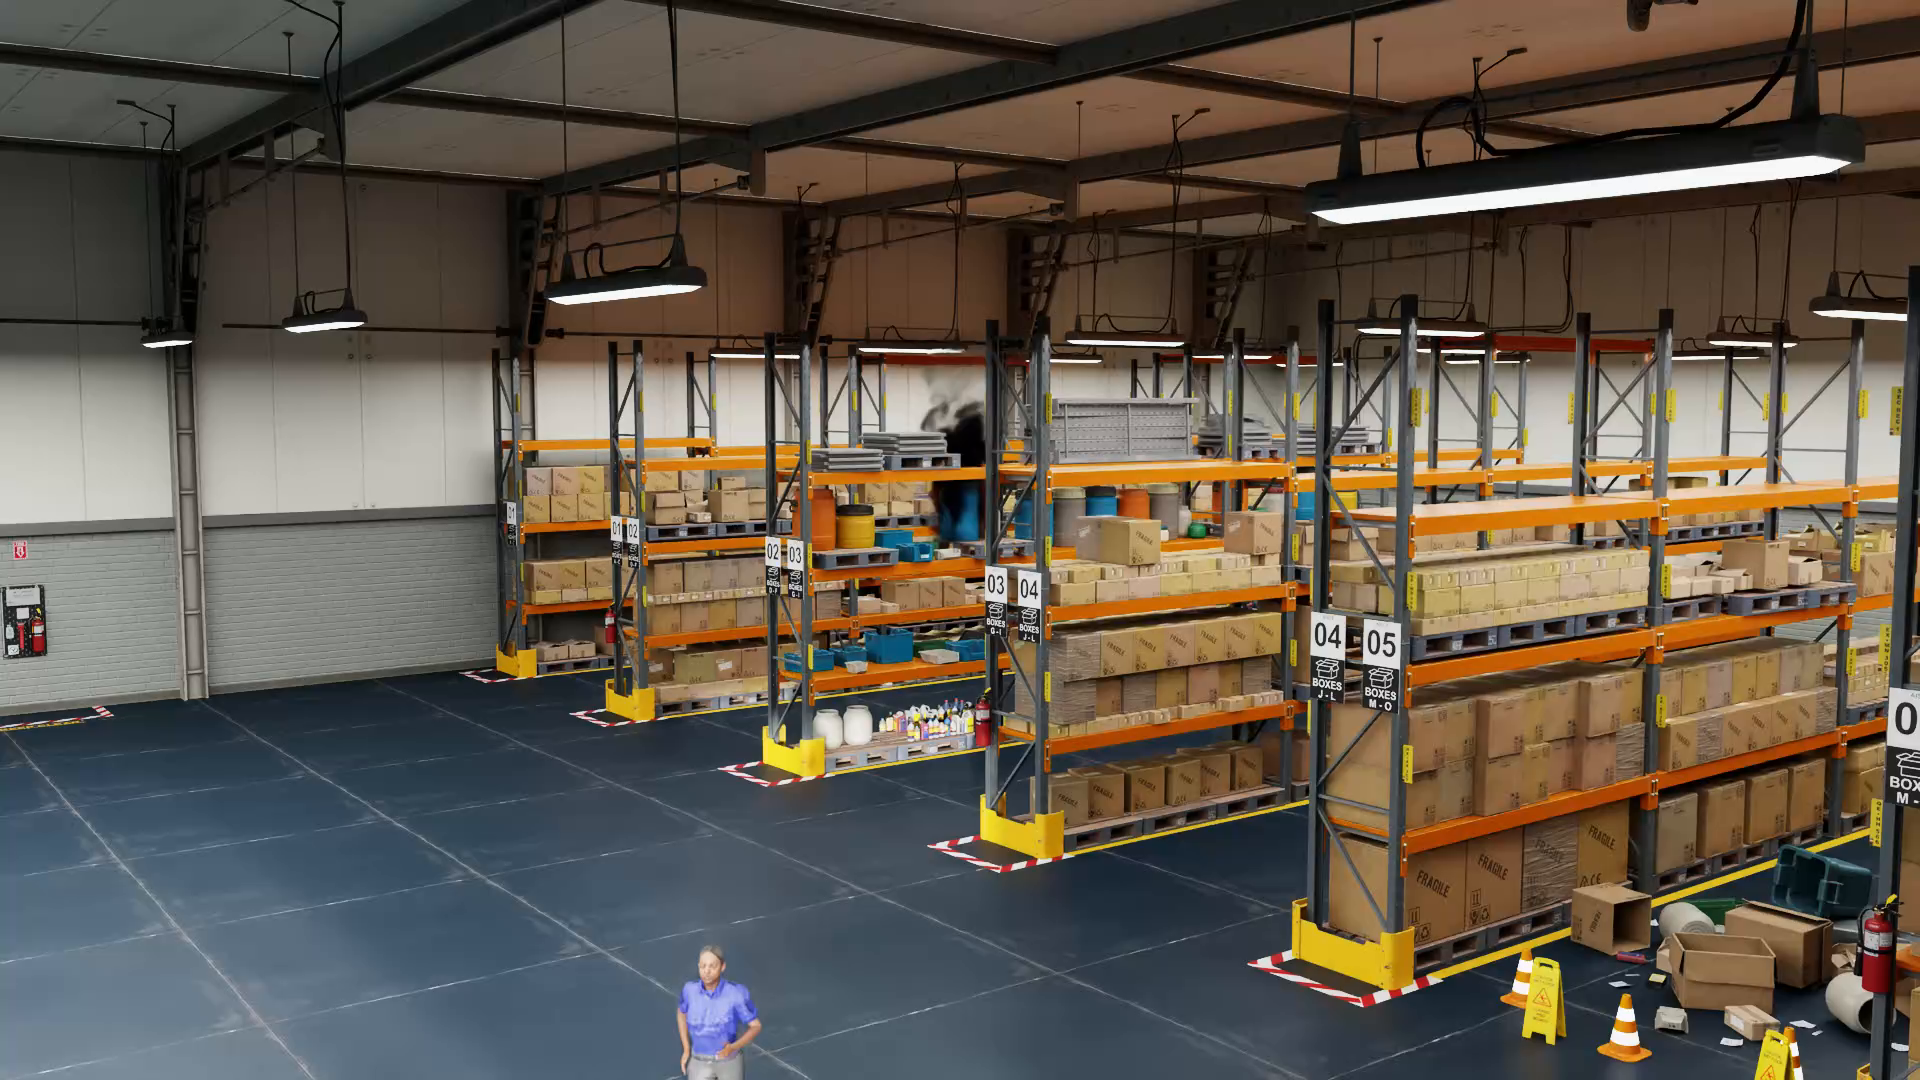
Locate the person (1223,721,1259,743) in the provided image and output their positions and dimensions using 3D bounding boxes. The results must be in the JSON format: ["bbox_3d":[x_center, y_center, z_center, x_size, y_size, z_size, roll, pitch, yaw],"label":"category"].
[{"bbox_3d":[3.870,1.954,22.939,0.943,1.823,0.661,-5,7,-44],"label":"person"}]

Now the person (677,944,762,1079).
[{"bbox_3d":[-1.546,3.405,10.654,0.569,1.698,0.768,0,5,0],"label":"person"}]
